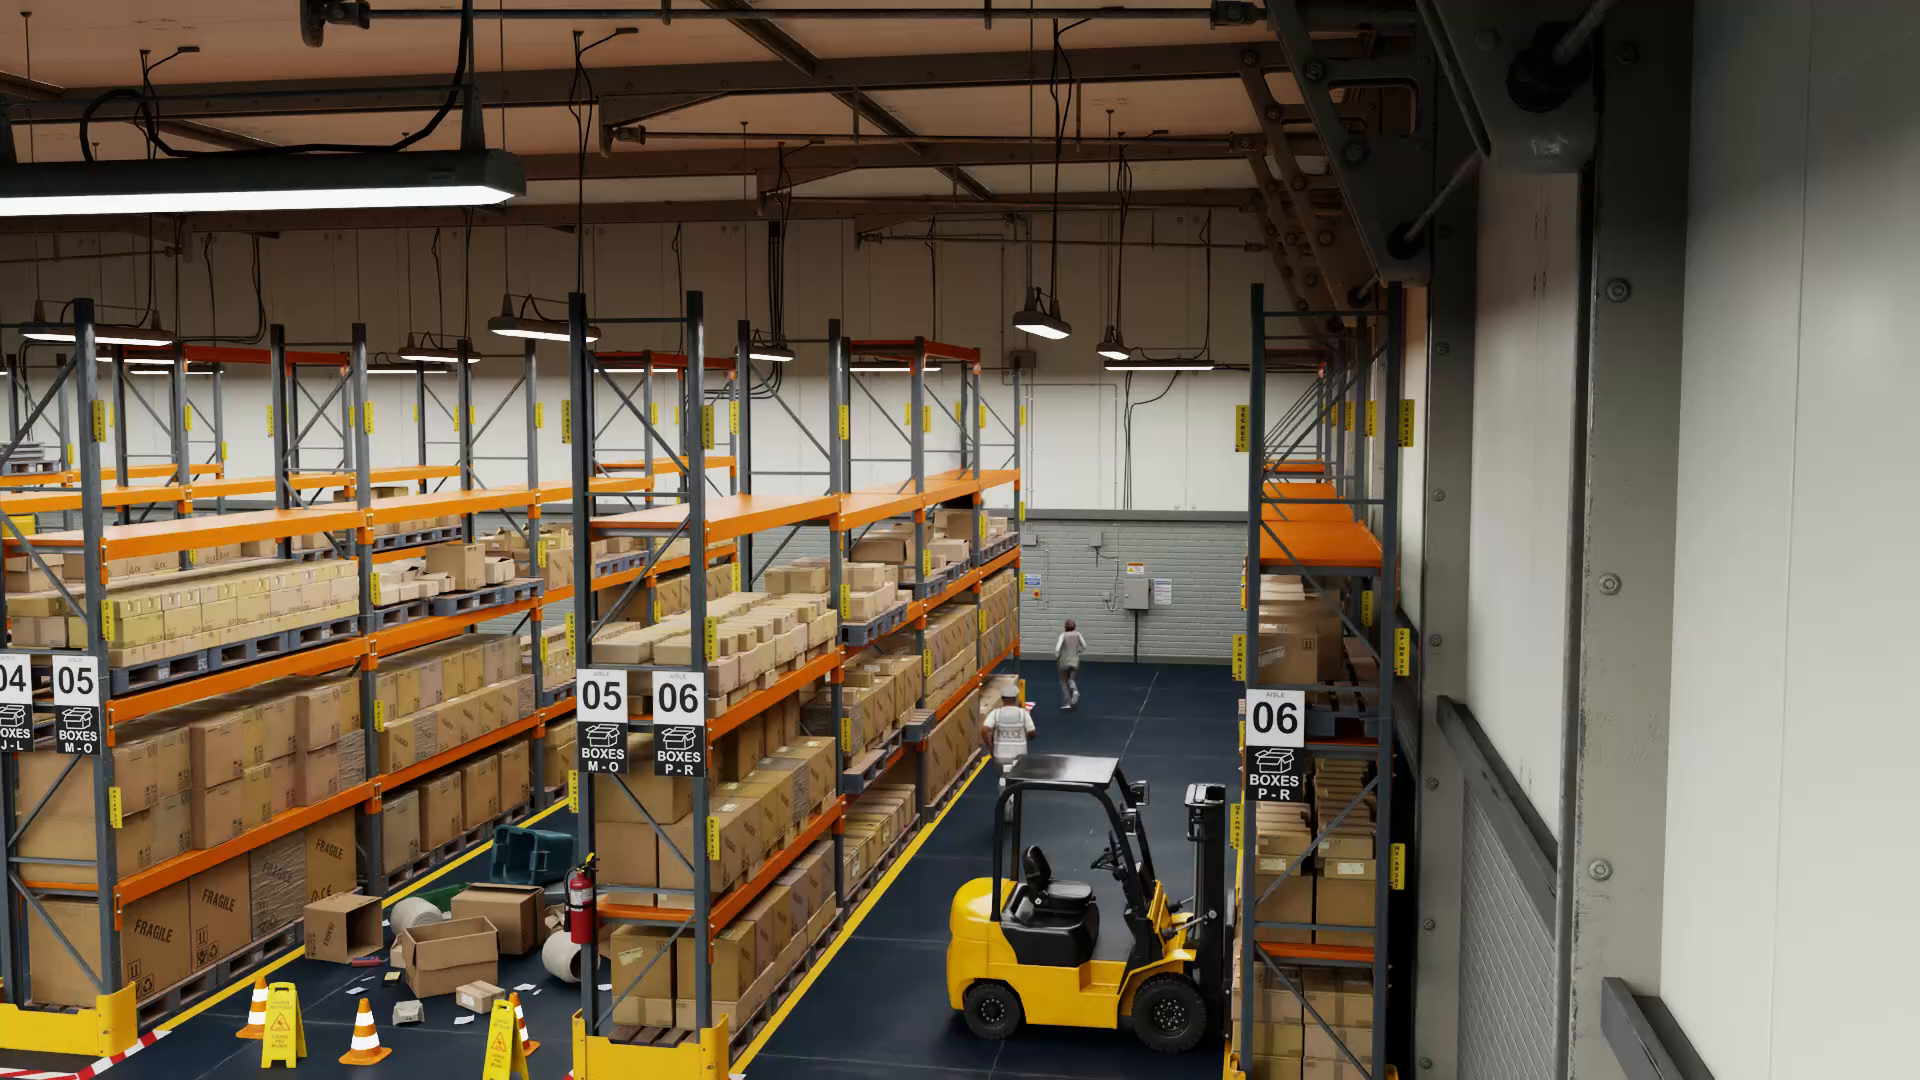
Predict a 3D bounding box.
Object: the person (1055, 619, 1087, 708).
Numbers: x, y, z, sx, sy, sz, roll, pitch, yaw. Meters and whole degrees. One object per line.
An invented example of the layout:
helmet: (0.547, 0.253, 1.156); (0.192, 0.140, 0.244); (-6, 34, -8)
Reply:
person: (1.878, 2.124, 28.288); (0.576, 1.579, 0.593); (-1, 5, -14)

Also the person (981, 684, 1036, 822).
person: (0.598, 2.675, 20.425); (0.672, 1.793, 0.813); (0, 5, 4)
